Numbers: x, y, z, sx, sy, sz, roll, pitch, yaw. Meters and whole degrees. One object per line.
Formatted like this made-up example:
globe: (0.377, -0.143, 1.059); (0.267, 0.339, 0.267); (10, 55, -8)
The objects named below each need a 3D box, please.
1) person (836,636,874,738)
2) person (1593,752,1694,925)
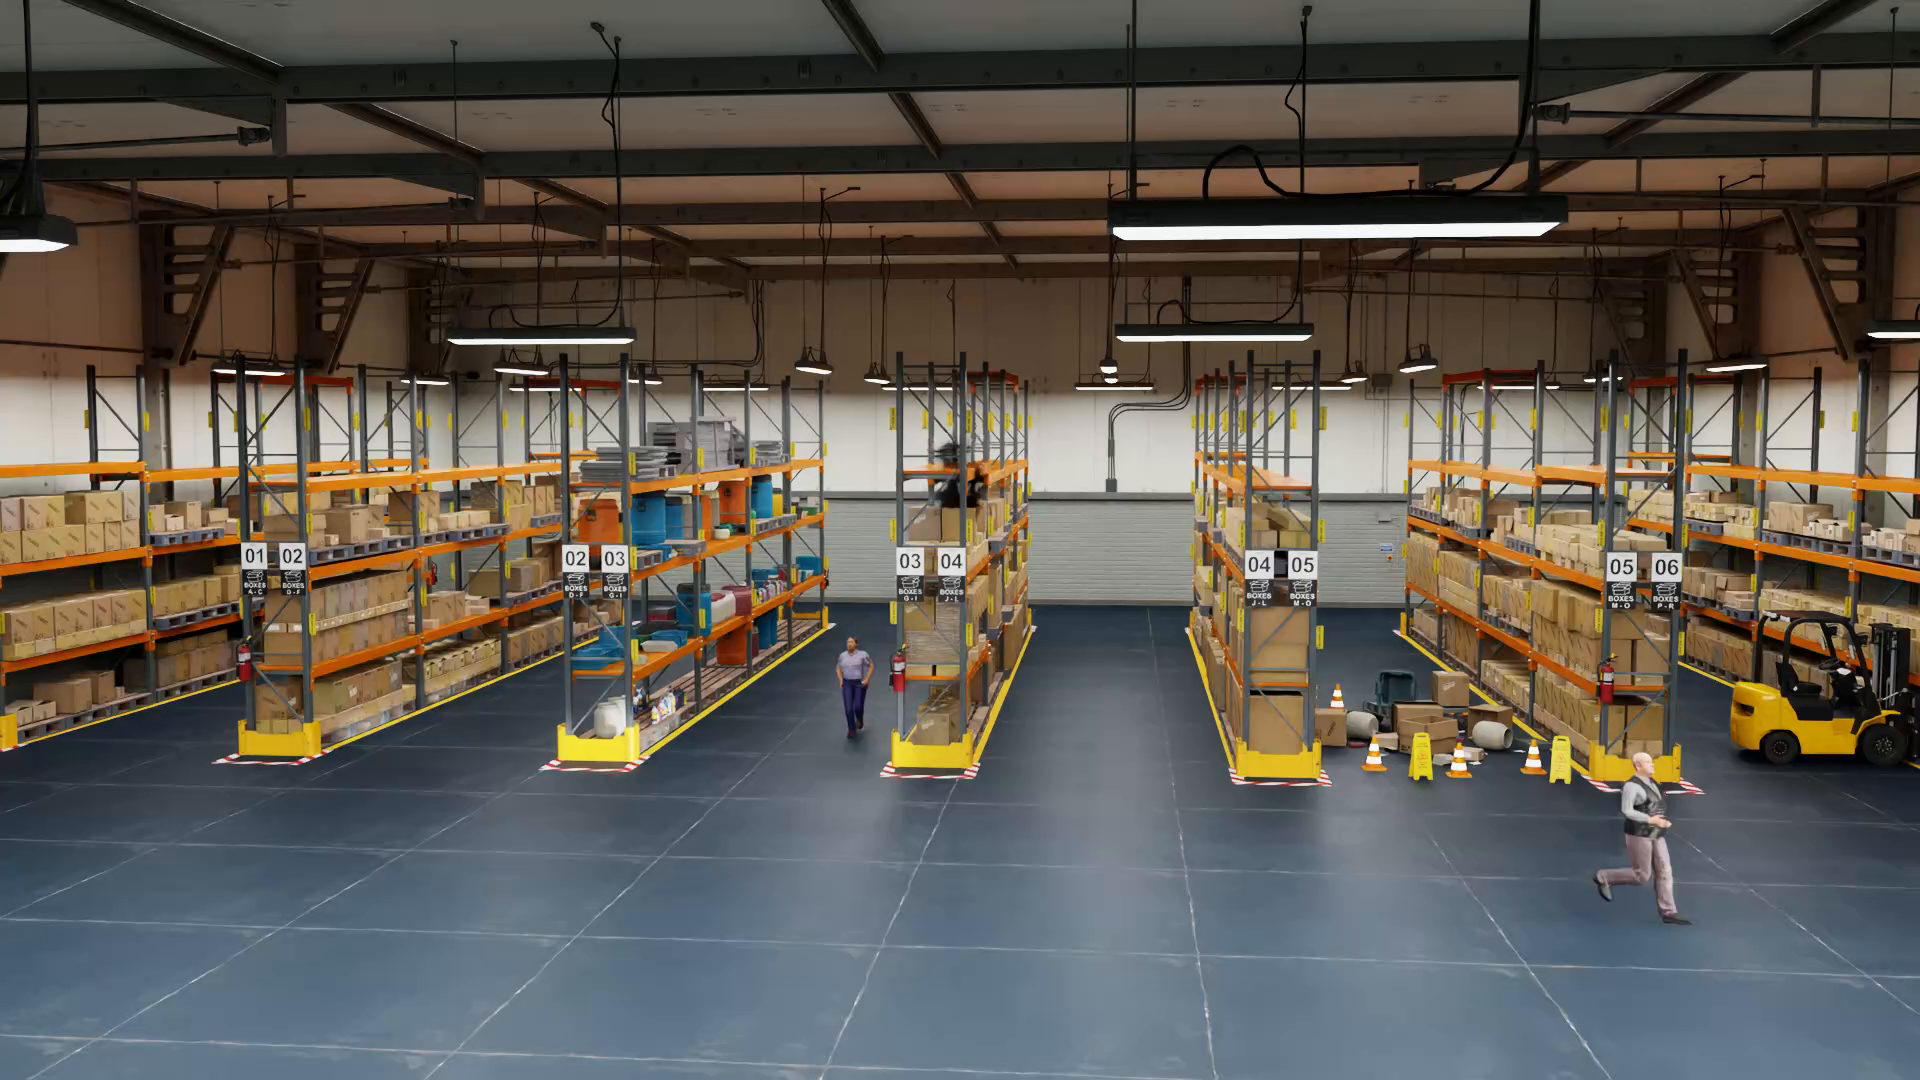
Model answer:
person: (-1.689, 2.332, 26.446); (0.605, 1.616, 0.502); (1, 4, 8)
person: (6.885, 2.971, 16.675); (0.677, 1.691, 0.984); (-4, 5, -41)
